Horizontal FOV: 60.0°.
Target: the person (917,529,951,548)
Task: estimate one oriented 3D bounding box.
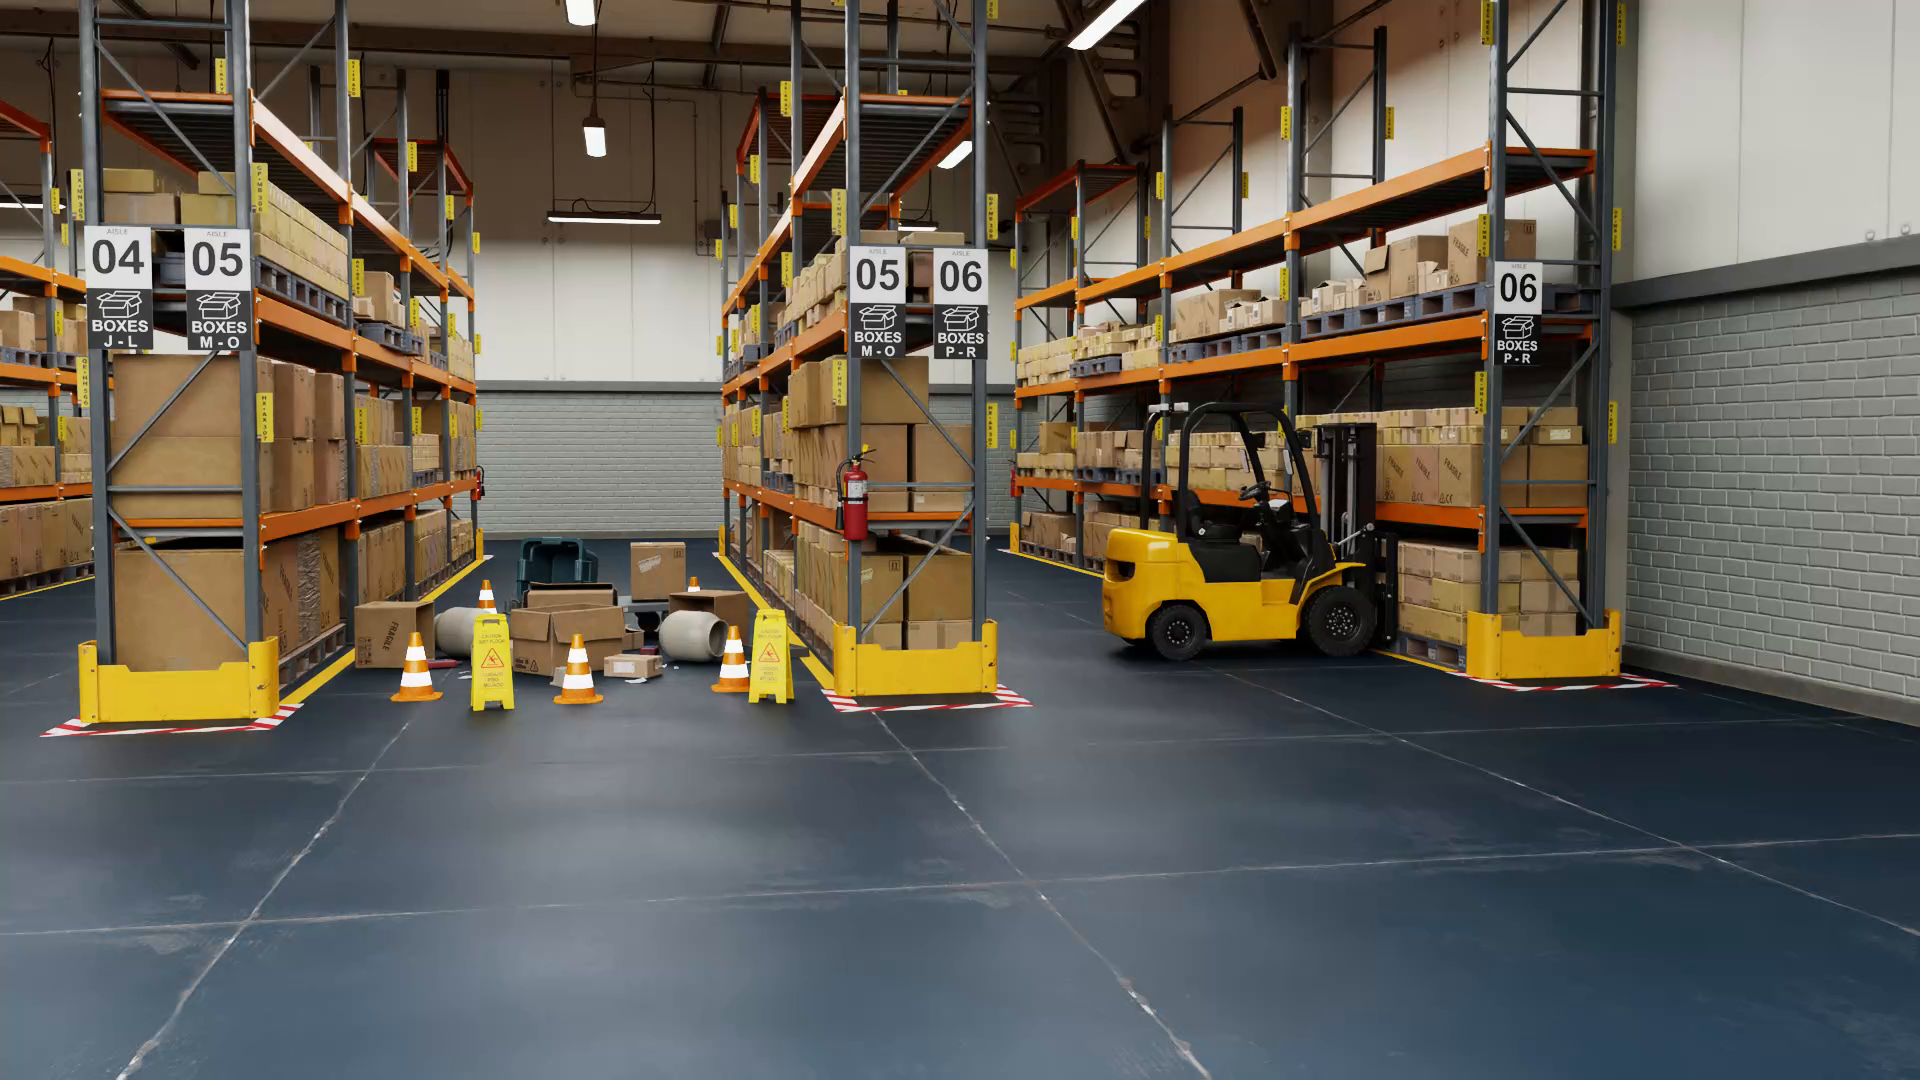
[{"bbox_3d":[-0.298,-0.148,19.616,0.445,1.696,0.348,-1,3,-10],"label":"person"}]
